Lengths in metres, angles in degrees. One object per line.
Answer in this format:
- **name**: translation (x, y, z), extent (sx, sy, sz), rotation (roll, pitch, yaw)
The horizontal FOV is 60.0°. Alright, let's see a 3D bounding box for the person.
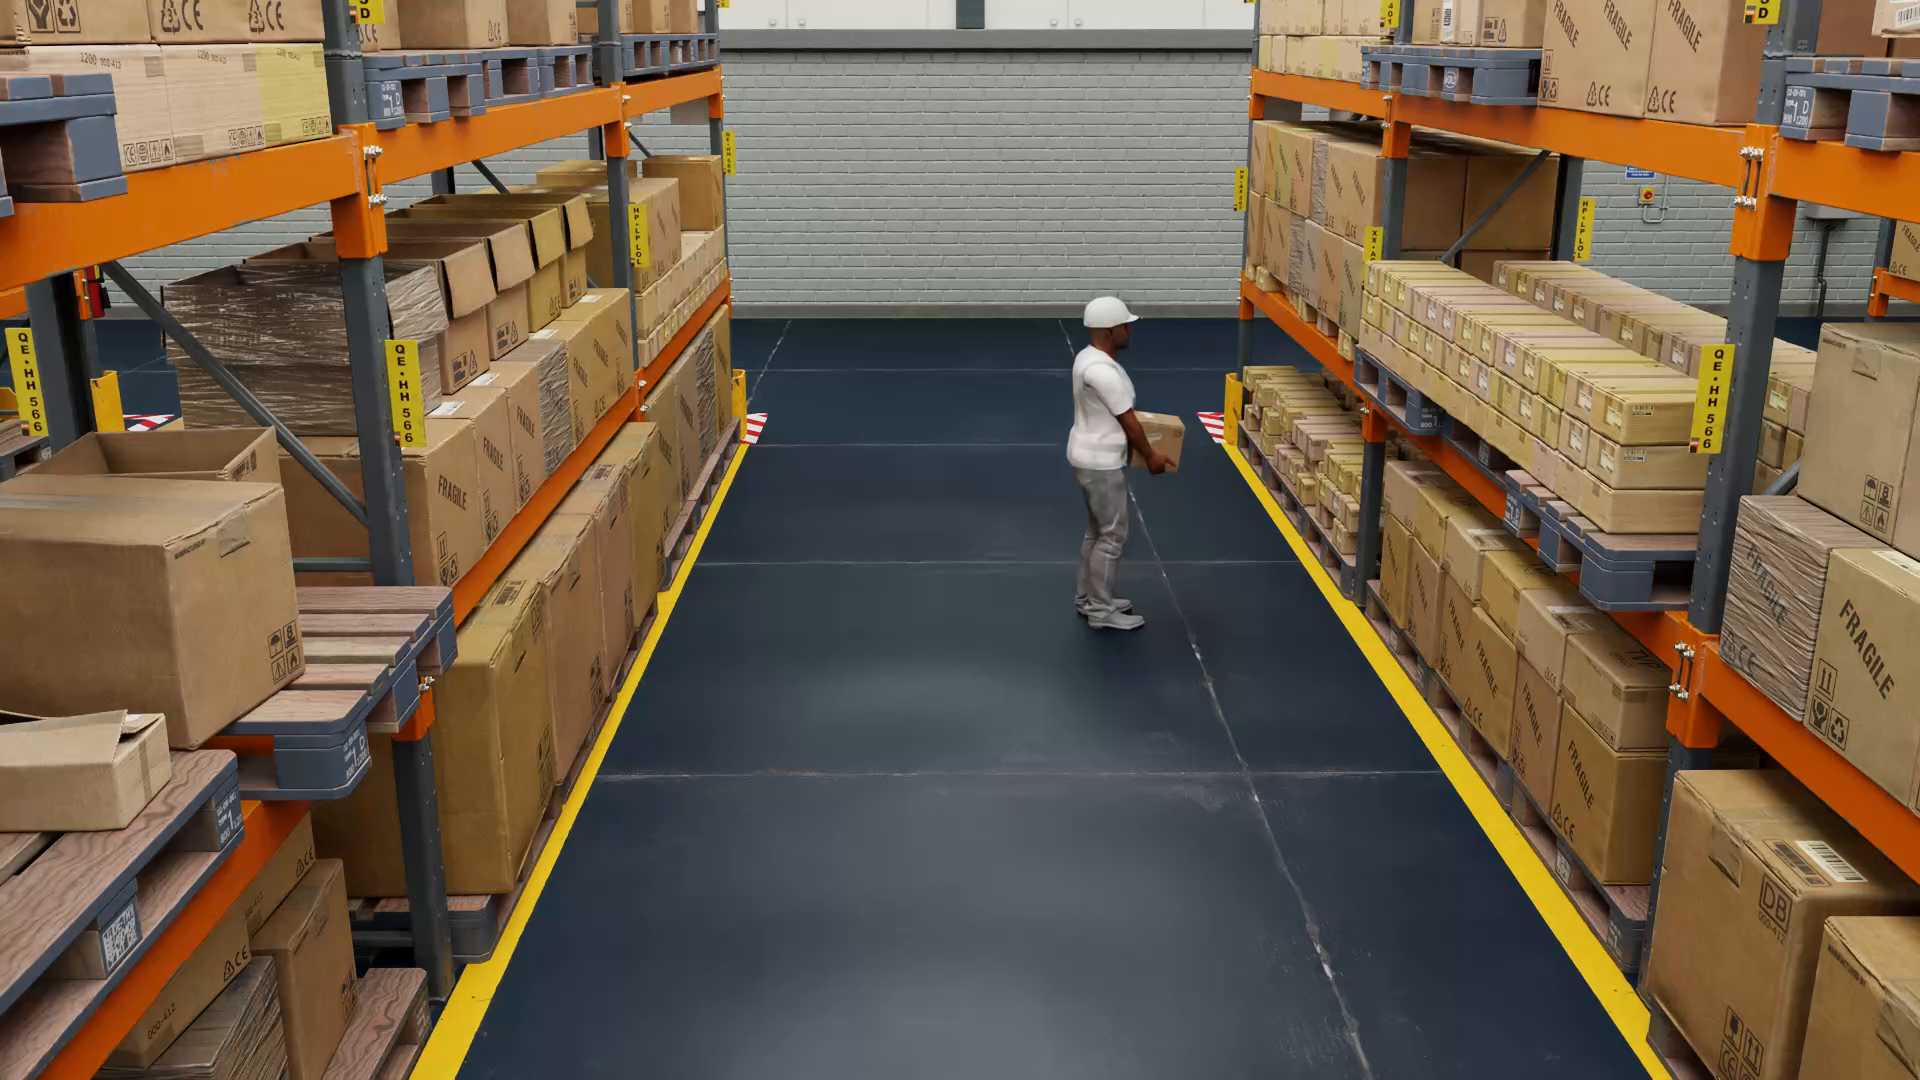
- **person**: translation (0.851, -0.413, 8.857), extent (0.561, 1.763, 0.505), rotation (0, 17, -2)
